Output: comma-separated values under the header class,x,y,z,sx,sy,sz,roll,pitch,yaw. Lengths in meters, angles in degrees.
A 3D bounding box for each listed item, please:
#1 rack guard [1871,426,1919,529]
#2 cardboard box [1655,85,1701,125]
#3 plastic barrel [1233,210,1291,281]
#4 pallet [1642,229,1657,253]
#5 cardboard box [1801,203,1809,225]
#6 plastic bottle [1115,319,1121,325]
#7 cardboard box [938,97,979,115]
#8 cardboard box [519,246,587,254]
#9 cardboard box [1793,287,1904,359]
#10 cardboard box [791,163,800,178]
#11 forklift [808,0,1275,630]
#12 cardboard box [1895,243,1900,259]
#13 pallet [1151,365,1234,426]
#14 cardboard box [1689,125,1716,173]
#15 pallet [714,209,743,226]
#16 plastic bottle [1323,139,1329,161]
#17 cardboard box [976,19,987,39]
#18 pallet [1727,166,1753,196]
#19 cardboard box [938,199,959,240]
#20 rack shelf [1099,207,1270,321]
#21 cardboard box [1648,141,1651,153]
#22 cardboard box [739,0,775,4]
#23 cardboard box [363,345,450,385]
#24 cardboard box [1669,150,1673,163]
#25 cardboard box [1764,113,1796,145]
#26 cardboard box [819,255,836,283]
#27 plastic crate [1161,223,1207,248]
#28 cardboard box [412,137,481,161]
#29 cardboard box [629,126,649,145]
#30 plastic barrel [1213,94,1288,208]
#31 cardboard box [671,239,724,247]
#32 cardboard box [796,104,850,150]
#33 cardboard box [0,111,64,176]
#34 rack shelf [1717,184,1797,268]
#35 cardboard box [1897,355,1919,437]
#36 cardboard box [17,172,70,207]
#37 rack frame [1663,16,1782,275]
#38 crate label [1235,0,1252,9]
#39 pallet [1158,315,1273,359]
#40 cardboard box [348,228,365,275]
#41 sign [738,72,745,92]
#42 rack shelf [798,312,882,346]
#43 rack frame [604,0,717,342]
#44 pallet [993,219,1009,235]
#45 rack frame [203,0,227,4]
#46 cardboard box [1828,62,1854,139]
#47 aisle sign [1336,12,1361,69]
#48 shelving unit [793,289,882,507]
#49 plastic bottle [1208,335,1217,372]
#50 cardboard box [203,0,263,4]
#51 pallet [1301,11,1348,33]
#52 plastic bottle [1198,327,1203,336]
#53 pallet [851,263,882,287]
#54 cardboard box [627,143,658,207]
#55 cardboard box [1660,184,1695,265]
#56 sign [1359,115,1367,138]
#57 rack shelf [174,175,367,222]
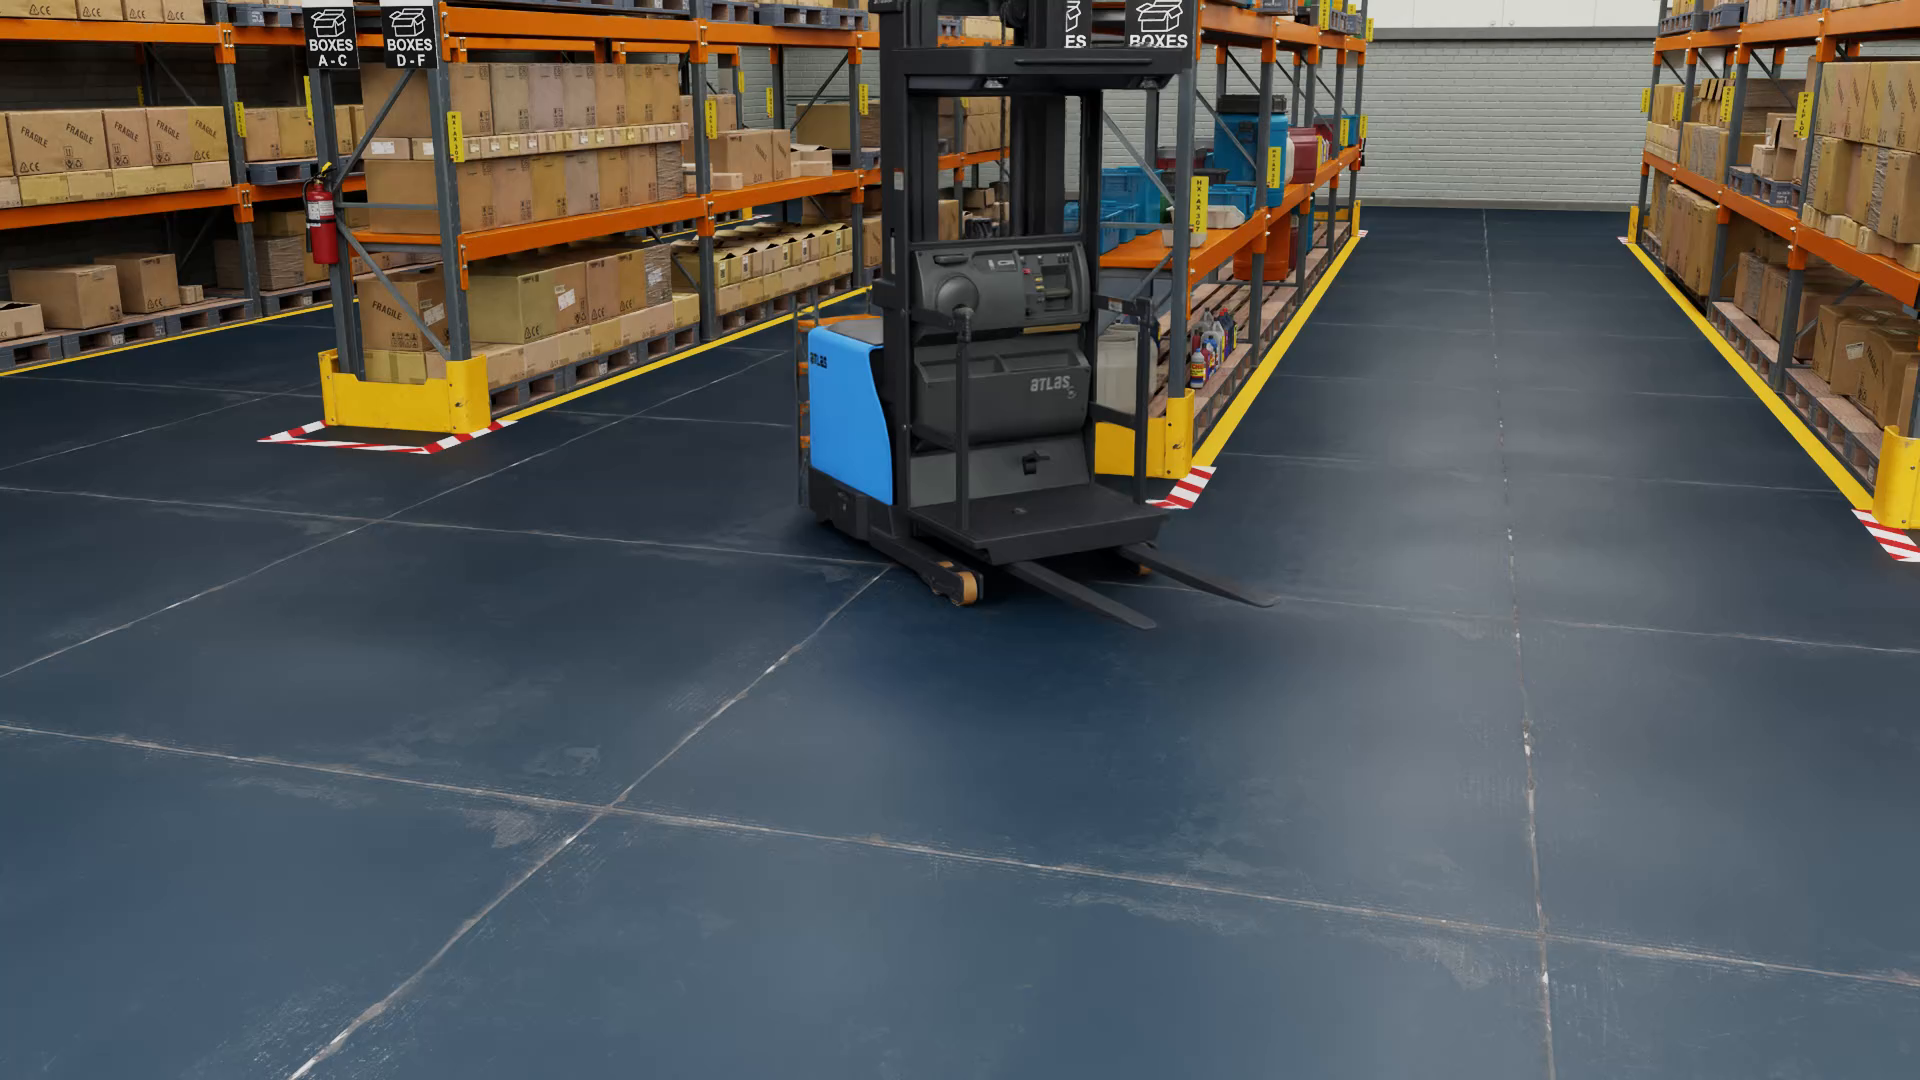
class,x,y,z,sx,sy,sz,roll,pitch,yaw
rack guard,5.646,-0.310,9.005,1.175,0.500,0.348,5,16,16
cardboard box,9.492,-5.739,21.920,0.500,0.500,0.500,4,16,14
plastic barrel,3.272,-3.257,18.021,0.600,0.830,0.708,5,16,16
pallet,10.019,-4.121,22.973,1.003,0.211,1.213,5,16,16
cardboard box,6.412,-2.385,12.201,0.380,0.149,0.250,5,16,16
plastic bottle,1.211,-1.521,12.741,0.144,0.351,0.185,4,16,15
cardboard box,-0.059,-6.032,22.582,0.500,0.500,0.500,5,17,17
cardboard box,-3.452,-2.189,13.946,0.500,0.500,0.500,5,16,16
cardboard box,6.956,-1.707,13.125,0.700,0.500,0.500,3,16,12
cardboard box,-1.908,-3.896,17.527,0.380,0.149,0.250,6,17,20
forklift,0.316,-1.241,7.833,1.130,2.935,3.031,-9,18,-28
cardboard box,5.797,-1.723,9.868,0.380,0.149,0.250,5,16,16
pallet,1.437,-1.089,12.281,1.003,0.211,1.213,5,16,16
cardboard box,8.379,-4.316,18.367,0.500,0.500,0.500,4,16,15
pallet,-4.228,-5.274,27.036,1.003,0.211,1.213,5,16,16
plastic bottle,4.484,-4.828,20.581,0.152,0.276,0.135,5,16,16
cardboard box,0.059,-7.010,22.826,0.500,0.250,0.500,5,16,16
pallet,7.797,-3.298,15.312,1.213,0.211,1.003,5,16,16
cardboard box,-0.328,-4.259,22.122,0.500,0.500,0.500,5,16,16
rack shelf,1.444,-2.054,11.891,1.077,0.370,4.000,5,16,16
cardboard box,9.610,-5.356,22.675,0.380,0.149,0.250,4,16,15
cardboard box,-2.134,-5.376,16.296,0.500,0.250,0.500,3,16,11
cardboard box,-4.003,-1.304,12.199,0.500,0.250,0.500,5,16,16
cardboard box,8.880,-4.684,20.305,0.380,0.149,0.250,5,17,17
cardboard box,7.783,-3.691,15.393,0.500,0.500,0.500,3,16,9
cardboard box,-1.658,-2.942,17.974,0.500,0.250,0.500,4,16,15
plastic crate,1.438,-1.959,10.721,0.298,0.136,0.250,5,16,16
cardboard box,-3.555,-2.708,11.506,0.380,0.149,0.250,5,16,15
cardboard box,-2.826,-3.378,13.871,0.380,0.149,0.250,5,16,16
plastic barrel,2.413,-3.242,13.842,0.600,0.901,0.708,5,16,16
cardboard box,-2.610,-2.852,16.629,0.500,0.311,0.500,5,16,16
cardboard box,-1.528,-4.778,19.225,0.700,0.500,0.500,-1,16,-3
cardboard box,-7.896,-3.308,13.858,0.500,0.500,0.500,4,16,14
rack shelf,7.329,-2.716,14.226,1.077,0.370,4.000,5,16,16
cardboard box,5.955,-0.813,10.009,0.500,0.500,0.500,10,18,30
cardboard box,-7.896,-2.955,13.988,0.500,0.250,0.500,4,16,15
rack frame,9.034,-4.632,19.662,1.000,3.000,0.127,5,16,16
crate label,1.724,-3.712,11.195,0.502,0.251,0.408,5,16,16
pallet,2.198,-1.790,14.753,1.003,0.211,1.213,5,16,16
cardboard box,-7.011,-3.164,18.260,0.700,0.500,0.500,5,17,17
sign,-3.560,-7.456,27.063,0.100,0.325,0.005,5,16,16
rack shelf,-0.653,-1.170,9.314,0.480,0.148,0.258,-12,20,-36
rack frame,-2.736,-3.308,14.995,1.000,3.000,0.127,5,16,16
pallet,0.427,-4.877,25.638,1.003,0.211,1.213,5,16,16
rack frame,-7.486,-6.577,15.527,1.000,3.000,0.127,5,16,16
cardboard box,6.249,-2.982,11.285,0.500,0.500,0.500,5,16,16
aisle sign,5.724,-7.309,24.337,0.394,0.787,0.004,5,16,16
shelving unit,-0.653,-0.792,9.421,0.503,1.200,0.258,-12,20,-36
plastic bottle,1.873,-1.394,12.442,0.097,0.271,0.097,0,16,0
cardboard box,-7.254,-5.521,16.348,0.500,0.500,0.500,7,17,24
pallet,3.837,-5.858,18.836,1.003,0.211,1.213,5,16,16
plastic bottle,1.854,-1.503,12.804,0.061,0.283,0.133,5,16,16
pallet,-1.351,-3.205,19.743,1.003,0.211,1.213,5,16,16
cardboard box,-3.000,-3.101,14.082,0.700,0.500,0.500,4,16,15
cardboard box,8.872,-3.643,19.299,1.225,0.875,0.875,5,16,16
sign,5.954,-6.102,24.548,0.100,0.325,0.005,5,16,16
rack shelf,-6.918,-3.868,18.289,1.077,0.370,4.000,5,16,16
